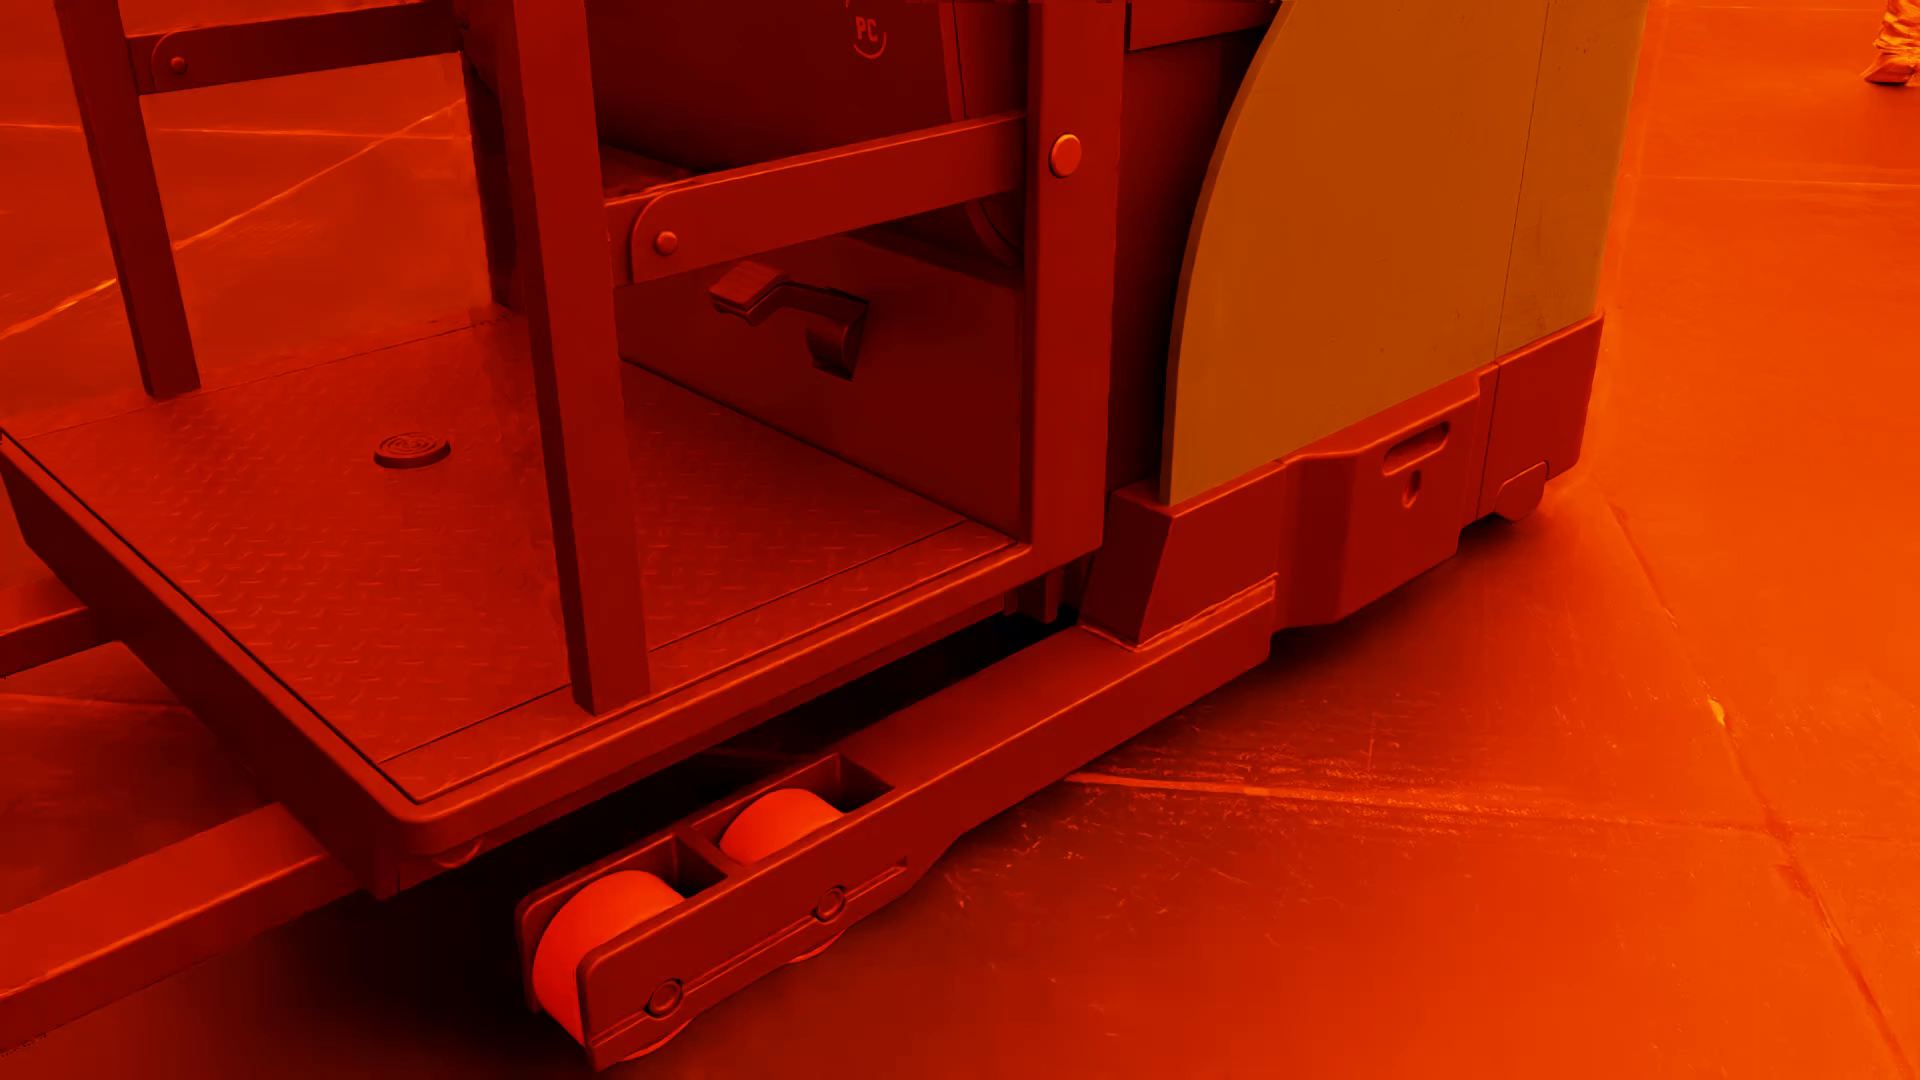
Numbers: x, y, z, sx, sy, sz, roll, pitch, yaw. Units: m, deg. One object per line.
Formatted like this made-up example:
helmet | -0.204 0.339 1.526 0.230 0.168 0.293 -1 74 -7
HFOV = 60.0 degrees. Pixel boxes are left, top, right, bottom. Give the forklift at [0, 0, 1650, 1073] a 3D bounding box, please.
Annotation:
forklift | -0.445 -1.095 1.412 3.031 2.935 1.130 -23 34 -38

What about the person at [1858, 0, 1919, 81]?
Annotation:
person | 3.286 -2.234 5.078 0.659 1.827 0.503 8 28 16
